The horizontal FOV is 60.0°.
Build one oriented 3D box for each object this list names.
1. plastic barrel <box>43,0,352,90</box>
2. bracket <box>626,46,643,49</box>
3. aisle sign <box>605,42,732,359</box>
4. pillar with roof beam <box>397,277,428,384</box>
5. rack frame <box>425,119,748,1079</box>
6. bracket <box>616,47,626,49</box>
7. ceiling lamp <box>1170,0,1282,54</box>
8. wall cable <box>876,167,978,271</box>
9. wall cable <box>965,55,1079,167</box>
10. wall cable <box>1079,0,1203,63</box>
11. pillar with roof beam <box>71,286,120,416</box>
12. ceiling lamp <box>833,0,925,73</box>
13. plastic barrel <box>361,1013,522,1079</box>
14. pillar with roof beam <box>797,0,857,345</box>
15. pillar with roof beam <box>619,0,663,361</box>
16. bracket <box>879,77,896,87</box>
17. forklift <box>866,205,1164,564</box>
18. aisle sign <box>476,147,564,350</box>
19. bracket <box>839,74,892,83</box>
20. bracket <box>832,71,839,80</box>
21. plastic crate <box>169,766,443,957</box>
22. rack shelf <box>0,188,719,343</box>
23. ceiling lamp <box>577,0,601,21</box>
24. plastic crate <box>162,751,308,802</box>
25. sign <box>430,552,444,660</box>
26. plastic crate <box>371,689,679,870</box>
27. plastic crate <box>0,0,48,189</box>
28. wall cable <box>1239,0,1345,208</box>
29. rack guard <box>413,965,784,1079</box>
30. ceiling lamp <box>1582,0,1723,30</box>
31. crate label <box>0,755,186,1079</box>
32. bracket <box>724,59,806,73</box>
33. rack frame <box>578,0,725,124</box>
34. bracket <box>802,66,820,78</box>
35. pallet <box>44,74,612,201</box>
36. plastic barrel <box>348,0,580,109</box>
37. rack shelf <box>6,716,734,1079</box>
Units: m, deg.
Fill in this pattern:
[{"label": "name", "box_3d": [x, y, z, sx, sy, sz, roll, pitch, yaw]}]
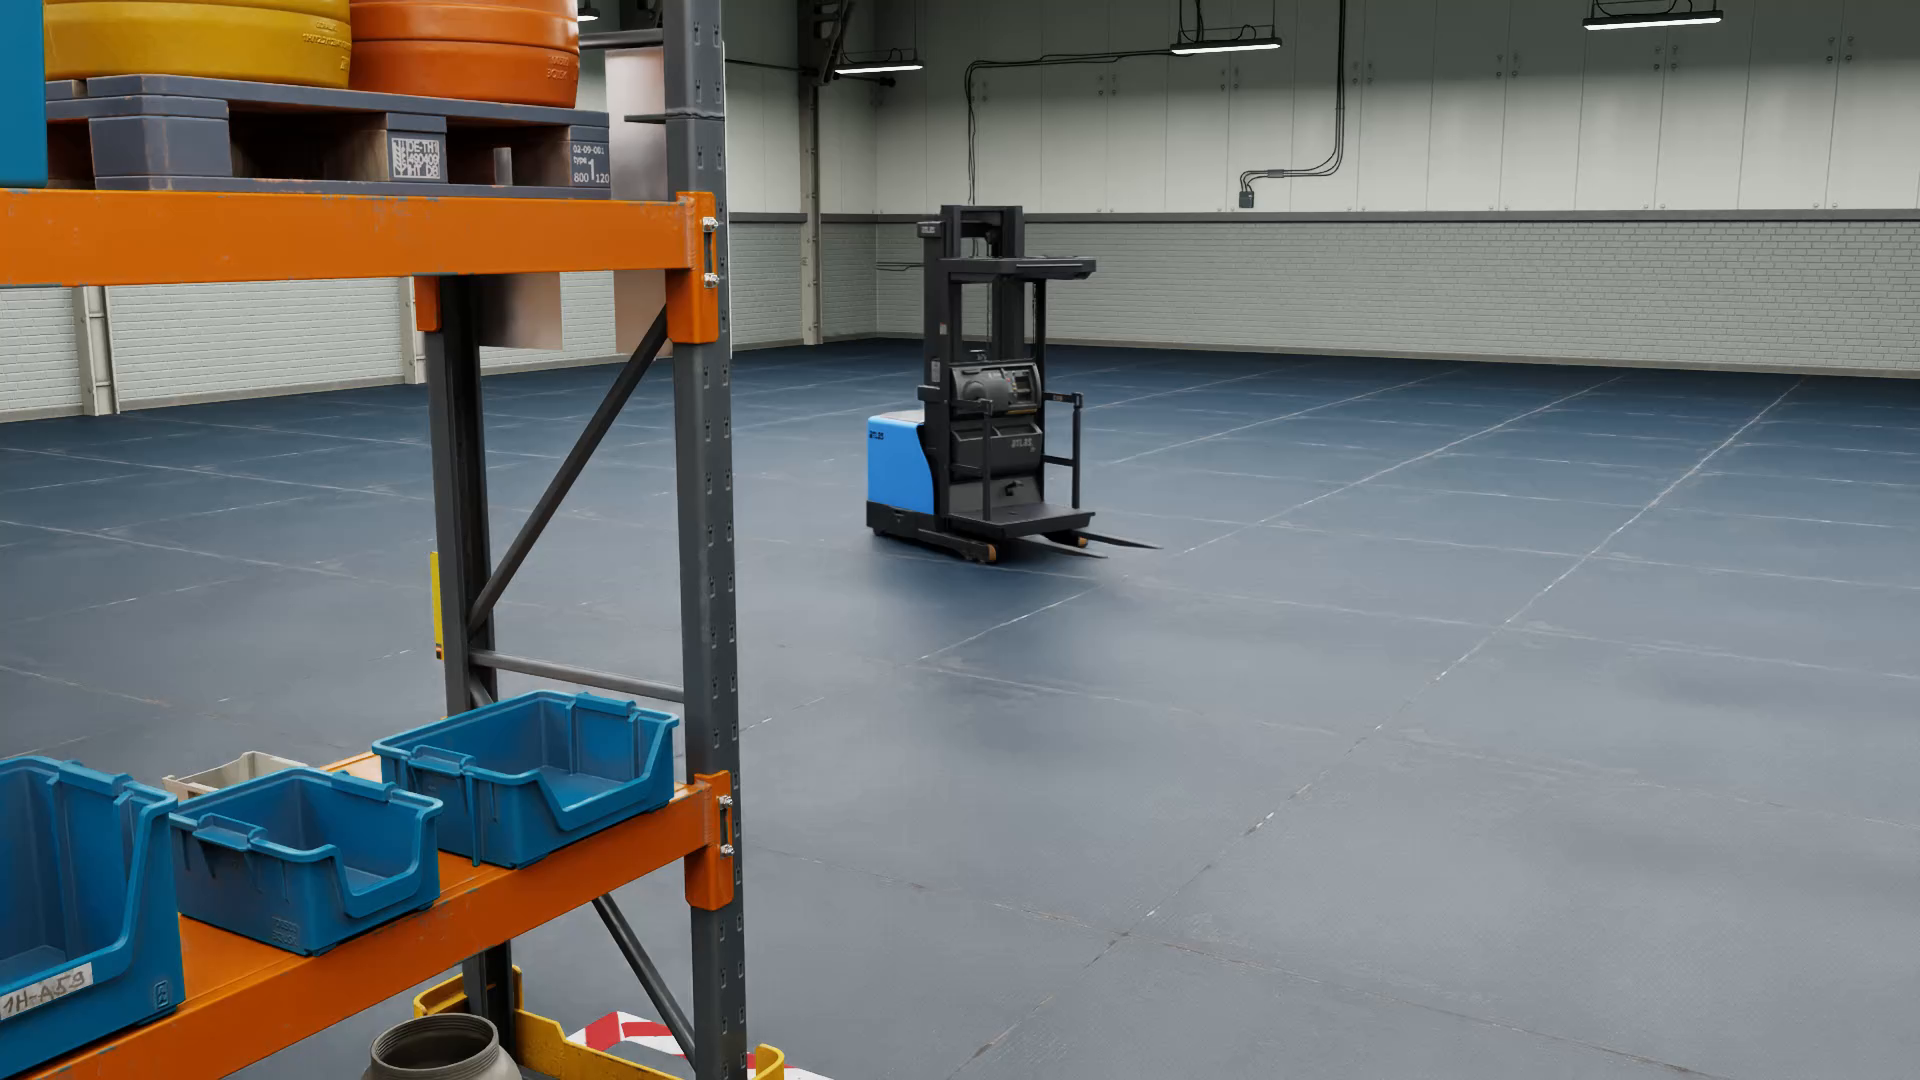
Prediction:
[{"label": "plastic barrel", "box_3d": [-1.532, -1.194, 3.288, 0.600, 0.588, 0.600, 0, 11, 0]}, {"label": "bracket", "box_3d": [-6.579, -9.875, 33.381, 0.235, 0.232, 0.430, 6, 12, 31]}, {"label": "aisle sign", "box_3d": [-0.757, -0.872, 4.312, 0.394, 0.787, 0.004, 6, 12, 31]}, {"label": "pillar with roof beam", "box_3d": [-6.103, -6.850, 27.005, 9.100, 9.000, 0.548, 6, 12, 31]}, {"label": "rack frame", "box_3d": [-1.048, 0.388, 4.643, 1.000, 3.000, 0.127, 6, 12, 31]}, {"label": "bracket", "box_3d": [-7.917, -9.470, 31.217, 0.076, 0.066, 4.783, 6, 12, 31]}, {"label": "ceiling lamp", "box_3d": [4.817, -10.250, 29.304, 2.000, 3.185, 0.800, 6, 12, 31]}, {"label": "wall cable", "box_3d": [-0.892, -7.959, 41.368, 3.097, 2.526, 0.112, 6, 12, 31]}, {"label": "wall cable", "box_3d": [1.420, -10.183, 39.523, 3.097, 2.526, 0.112, 6, 12, 31]}, {"label": "wall cable", "box_3d": [4.065, -12.123, 37.525, 3.097, 2.526, 0.112, 6, 12, 31]}, {"label": "pillar with roof beam", "box_3d": [-9.218, -5.907, 21.964, 9.100, 9.000, 0.400, 6, 12, 31]}, {"label": "ceiling lamp", "box_3d": [-1.499, -10.956, 33.075, 2.000, 3.185, 0.800, 6, 12, 31]}, {"label": "plastic barrel", "box_3d": [-1.325, 1.516, 4.241, 0.421, 0.512, 0.421, 0, 11, 0]}, {"label": "pillar with roof beam", "box_3d": [0.127, -8.737, 37.085, 9.100, 9.000, 0.548, 6, 12, 31]}, {"label": "pillar with roof beam", "box_3d": [-2.988, -7.794, 32.045, 9.100, 9.000, 0.548, 6, 12, 31]}, {"label": "bracket", "box_3d": [-1.803, -11.322, 41.110, 0.235, 0.232, 0.430, 6, 12, 31]}, {"label": "forklift", "box_3d": [0.446, -1.343, 14.079, 1.130, 2.935, 3.031, -8, 13, -37]}, {"label": "aisle sign", "box_3d": [-1.261, -0.929, 4.613, 0.394, 0.787, 0.004, 6, 12, 31]}, {"label": "bracket", "box_3d": [-2.109, -11.229, 40.613, 0.076, 0.066, 3.189, 6, 12, 31]}, {"label": "bracket", "box_3d": [-3.033, -10.949, 39.119, 0.235, 0.232, 0.430, 6, 12, 31]}, {"label": "plastic crate", "box_3d": [-1.395, 0.670, 3.541, 0.499, 0.251, 0.408, 6, 12, 31]}, {"label": "rack shelf", "box_3d": [-2.087, -0.418, 2.753, 1.077, 0.370, 4.000, 6, 12, 31]}, {"label": "ceiling lamp", "box_3d": [-6.229, -9.524, 25.422, 2.000, 3.185, 0.800, 6, 12, 31]}, {"label": "plastic crate", "box_3d": [-1.788, 0.628, 4.079, 0.298, 0.136, 0.250, 6, 12, 31]}, {"label": "sign", "box_3d": [-1.516, 0.199, 4.902, 0.100, 0.325, 0.005, 6, 12, 31]}, {"label": "plastic crate", "box_3d": [-1.053, 0.569, 4.083, 0.499, 0.251, 0.616, 6, 12, 31]}, {"label": "plastic crate", "box_3d": [-1.781, -0.749, 2.612, 0.392, 0.384, 0.575, 6, 12, 31]}, {"label": "wall cable", "box_3d": [7.213, -10.248, 35.912, 2.305, 6.003, 0.169, 6, 12, 31]}, {"label": "rack guard", "box_3d": [-1.048, 1.633, 4.785, 1.175, 0.500, 0.348, 6, 12, 31]}, {"label": "ceiling lamp", "box_3d": [10.851, -9.576, 25.701, 2.000, 3.185, 0.800, 6, 12, 31]}, {"label": "crate label", "box_3d": [-1.773, 0.686, 2.955, 0.502, 0.435, 0.616, 6, 12, 31]}, {"label": "bracket", "box_3d": [-4.802, -10.414, 36.257, 0.076, 0.066, 4.783, 6, 12, 31]}, {"label": "rack frame", "box_3d": [-1.048, -2.560, 4.091, 1.000, 3.000, 0.127, 6, 12, 31]}, {"label": "bracket", "box_3d": [-3.464, -10.819, 38.421, 0.235, 0.232, 0.430, 6, 12, 31]}, {"label": "pallet", "box_3d": [-1.562, -0.872, 3.739, 1.003, 0.211, 1.213, 6, 12, 31]}, {"label": "plastic barrel", "box_3d": [-1.192, -1.415, 3.815, 0.600, 0.830, 0.708, 6, 12, 31]}, {"label": "rack shelf", "box_3d": [-2.087, 1.057, 3.029, 1.077, 0.370, 4.000, 6, 12, 31]}]
